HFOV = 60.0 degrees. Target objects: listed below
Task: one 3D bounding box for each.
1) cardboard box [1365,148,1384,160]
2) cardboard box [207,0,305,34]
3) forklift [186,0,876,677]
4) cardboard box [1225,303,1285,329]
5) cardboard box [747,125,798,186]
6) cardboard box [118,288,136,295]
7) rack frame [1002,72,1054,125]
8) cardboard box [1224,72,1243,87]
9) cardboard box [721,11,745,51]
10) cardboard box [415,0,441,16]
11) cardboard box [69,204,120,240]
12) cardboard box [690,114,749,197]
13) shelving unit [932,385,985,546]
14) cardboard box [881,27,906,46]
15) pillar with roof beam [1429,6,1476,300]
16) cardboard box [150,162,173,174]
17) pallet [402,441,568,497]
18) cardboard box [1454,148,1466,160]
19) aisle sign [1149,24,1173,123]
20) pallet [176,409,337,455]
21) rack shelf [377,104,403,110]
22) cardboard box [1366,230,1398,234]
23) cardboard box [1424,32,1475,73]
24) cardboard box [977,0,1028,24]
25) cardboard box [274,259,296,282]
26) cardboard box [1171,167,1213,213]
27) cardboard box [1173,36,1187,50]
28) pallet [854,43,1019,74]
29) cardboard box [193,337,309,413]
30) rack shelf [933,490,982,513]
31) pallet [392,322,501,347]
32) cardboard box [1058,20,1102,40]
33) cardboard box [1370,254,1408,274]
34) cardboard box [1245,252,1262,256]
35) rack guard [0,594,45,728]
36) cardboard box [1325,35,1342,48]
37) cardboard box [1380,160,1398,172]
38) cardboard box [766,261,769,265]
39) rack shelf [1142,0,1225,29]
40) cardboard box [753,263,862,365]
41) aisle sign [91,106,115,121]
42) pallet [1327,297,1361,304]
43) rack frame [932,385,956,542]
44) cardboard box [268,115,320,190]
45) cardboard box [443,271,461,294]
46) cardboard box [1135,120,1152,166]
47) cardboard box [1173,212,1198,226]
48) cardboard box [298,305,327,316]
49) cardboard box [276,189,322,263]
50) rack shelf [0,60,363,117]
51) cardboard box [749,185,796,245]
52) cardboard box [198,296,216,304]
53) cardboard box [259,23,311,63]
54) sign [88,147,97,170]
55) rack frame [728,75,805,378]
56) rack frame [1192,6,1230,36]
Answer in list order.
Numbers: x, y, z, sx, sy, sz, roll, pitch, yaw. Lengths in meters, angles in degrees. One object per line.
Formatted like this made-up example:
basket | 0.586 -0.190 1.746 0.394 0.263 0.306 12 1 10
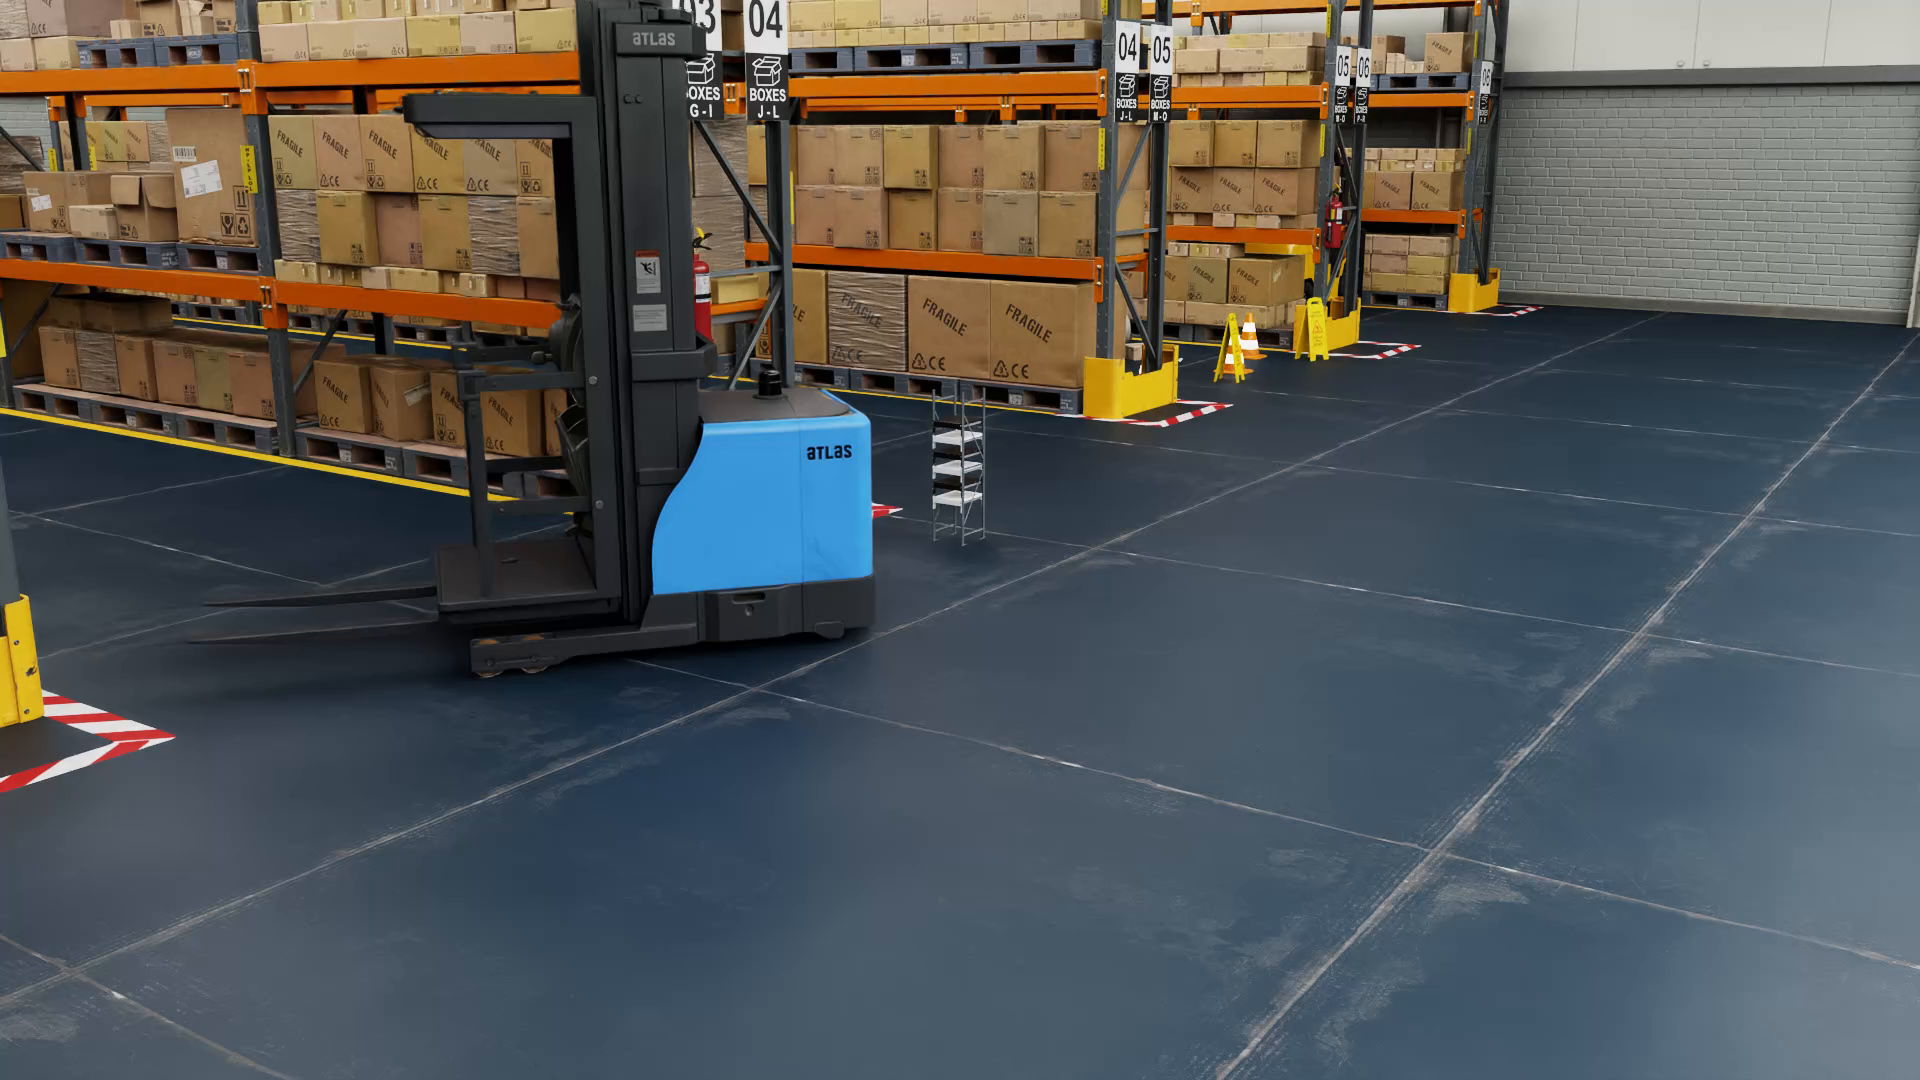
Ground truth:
cardboard box | 5.599 -5.223 22.503 0.250 0.149 0.380 10 17 34
cardboard box | -5.041 -3.955 12.226 0.637 0.503 0.797 8 16 30
forklift | -1.976 -0.956 7.586 3.031 2.935 1.130 -4 15 -17
cardboard box | 3.303 -2.529 18.644 0.500 0.250 0.500 9 17 33
cardboard box | -1.567 -3.678 15.880 0.550 0.550 0.875 9 17 33
cardboard box | -10.931 -3.326 22.075 0.250 0.149 0.380 9 17 33
rack frame | 0.825 -4.138 20.297 0.127 3.000 1.000 9 17 33
cardboard box | 3.093 -5.044 18.238 0.250 0.149 0.380 9 17 33
cardboard box | -1.642 -3.125 10.274 0.500 0.250 0.500 10 17 34
cardboard box | -3.272 -3.439 10.712 0.250 0.149 0.380 10 17 34
cardboard box | -6.763 -2.559 13.356 0.500 0.250 0.500 9 16 31
cardboard box | -1.691 -2.432 10.497 0.500 0.500 0.500 9 17 33
shelving unit | -0.007 -0.438 9.719 0.210 0.900 0.258 9 17 33
cardboard box | -0.479 -4.403 14.567 0.250 0.149 0.380 9 17 34
pillar with roof beam | 4.434 -6.919 19.045 0.400 9.000 9.100 9 17 33
cardboard box | -9.893 -4.549 21.128 0.500 0.500 0.500 9 17 33
pallet | -3.112 -0.562 11.654 1.213 0.211 1.003 9 17 33
cardboard box | 6.752 -5.187 22.358 0.250 0.149 0.380 9 16 32
aisle sign | 1.691 -3.913 13.979 0.004 0.787 0.394 9 17 33
pallet | -5.353 -0.913 13.070 1.213 0.211 1.003 9 17 33
rack shelf | -7.473 -6.586 25.440 4.000 0.370 1.077 9 17 33
cardboard box | 5.792 -4.184 23.250 0.500 0.250 0.500 9 17 32
cardboard box | 6.408 -6.359 21.738 0.500 0.500 0.500 10 17 35
cardboard box | 0.488 -4.458 13.959 0.500 0.250 0.500 9 17 33
cardboard box | -4.695 -1.951 11.986 0.250 0.149 0.380 9 17 33
cardboard box | 2.714 -3.948 18.703 0.500 0.500 0.500 9 17 33
cardboard box | 2.407 -5.508 18.453 0.250 0.149 0.380 10 17 34
pallet | -0.173 -4.275 14.792 1.213 0.211 1.003 9 17 33
cardboard box | -5.589 -1.317 13.186 0.500 0.500 0.700 9 17 32
rack shelf | -0.007 -0.231 9.771 0.200 0.077 0.258 9 17 33
pallet | -5.821 -2.425 19.181 1.213 0.211 1.003 9 17 33
cardboard box | 1.000 -4.164 13.602 0.250 0.149 0.380 9 17 33
cardboard box | 5.923 -3.776 22.642 0.500 0.250 0.500 9 17 32
cardboard box | 3.173 -3.070 19.271 0.500 0.500 0.500 8 16 31
rack guard | -4.240 0.575 6.462 0.348 0.500 1.175 9 17 33
cardboard box | 3.963 -5.411 18.060 0.250 0.149 0.380 9 17 32
cardboard box | 5.858 -5.057 22.450 0.250 0.149 0.380 9 17 32
cardboard box | -3.021 -3.956 23.110 0.875 0.875 0.875 9 17 32
rack shelf | 1.932 -7.765 24.794 4.000 0.370 1.077 9 17 33
cardboard box | -1.371 -2.212 16.063 0.875 0.875 0.875 9 17 34
aisle sign | -11.704 -6.078 22.725 0.004 0.787 0.394 9 17 33
pallet | 5.245 -3.496 23.507 1.213 0.211 1.003 9 17 33
rack frame | -0.091 -0.452 9.775 0.006 0.900 0.240 9 17 33
cardboard box | -4.474 -2.729 11.698 0.500 0.500 0.500 9 17 33
cardboard box | -3.211 -1.728 11.085 0.250 0.149 0.380 9 17 33
cardboard box | 2.365 -4.517 18.918 0.500 0.500 0.700 9 17 32
cardboard box | 2.614 -3.645 18.827 0.250 0.149 0.380 9 17 32
cardboard box | -7.587 -2.978 19.940 0.500 0.500 0.500 10 17 35
cardboard box | -4.367 -2.282 11.973 0.500 0.500 0.875 9 17 33
rack shelf | -6.365 -3.537 13.124 4.000 0.370 1.077 9 17 33
cardboard box | -1.541 -3.163 16.047 0.550 0.550 0.875 9 17 33
cardboard box | -9.432 -3.089 21.118 0.250 0.149 0.380 9 16 31
cardboard box | -4.475 -3.434 11.522 0.500 0.250 0.500 8 16 31
sign | -7.730 -3.332 14.794 0.005 0.325 0.100 9 17 33
rack frame | -1.854 -3.137 16.255 0.127 3.000 1.000 9 17 33
rack frame | 3.592 -8.040 23.576 0.127 3.000 1.000 9 17 33
